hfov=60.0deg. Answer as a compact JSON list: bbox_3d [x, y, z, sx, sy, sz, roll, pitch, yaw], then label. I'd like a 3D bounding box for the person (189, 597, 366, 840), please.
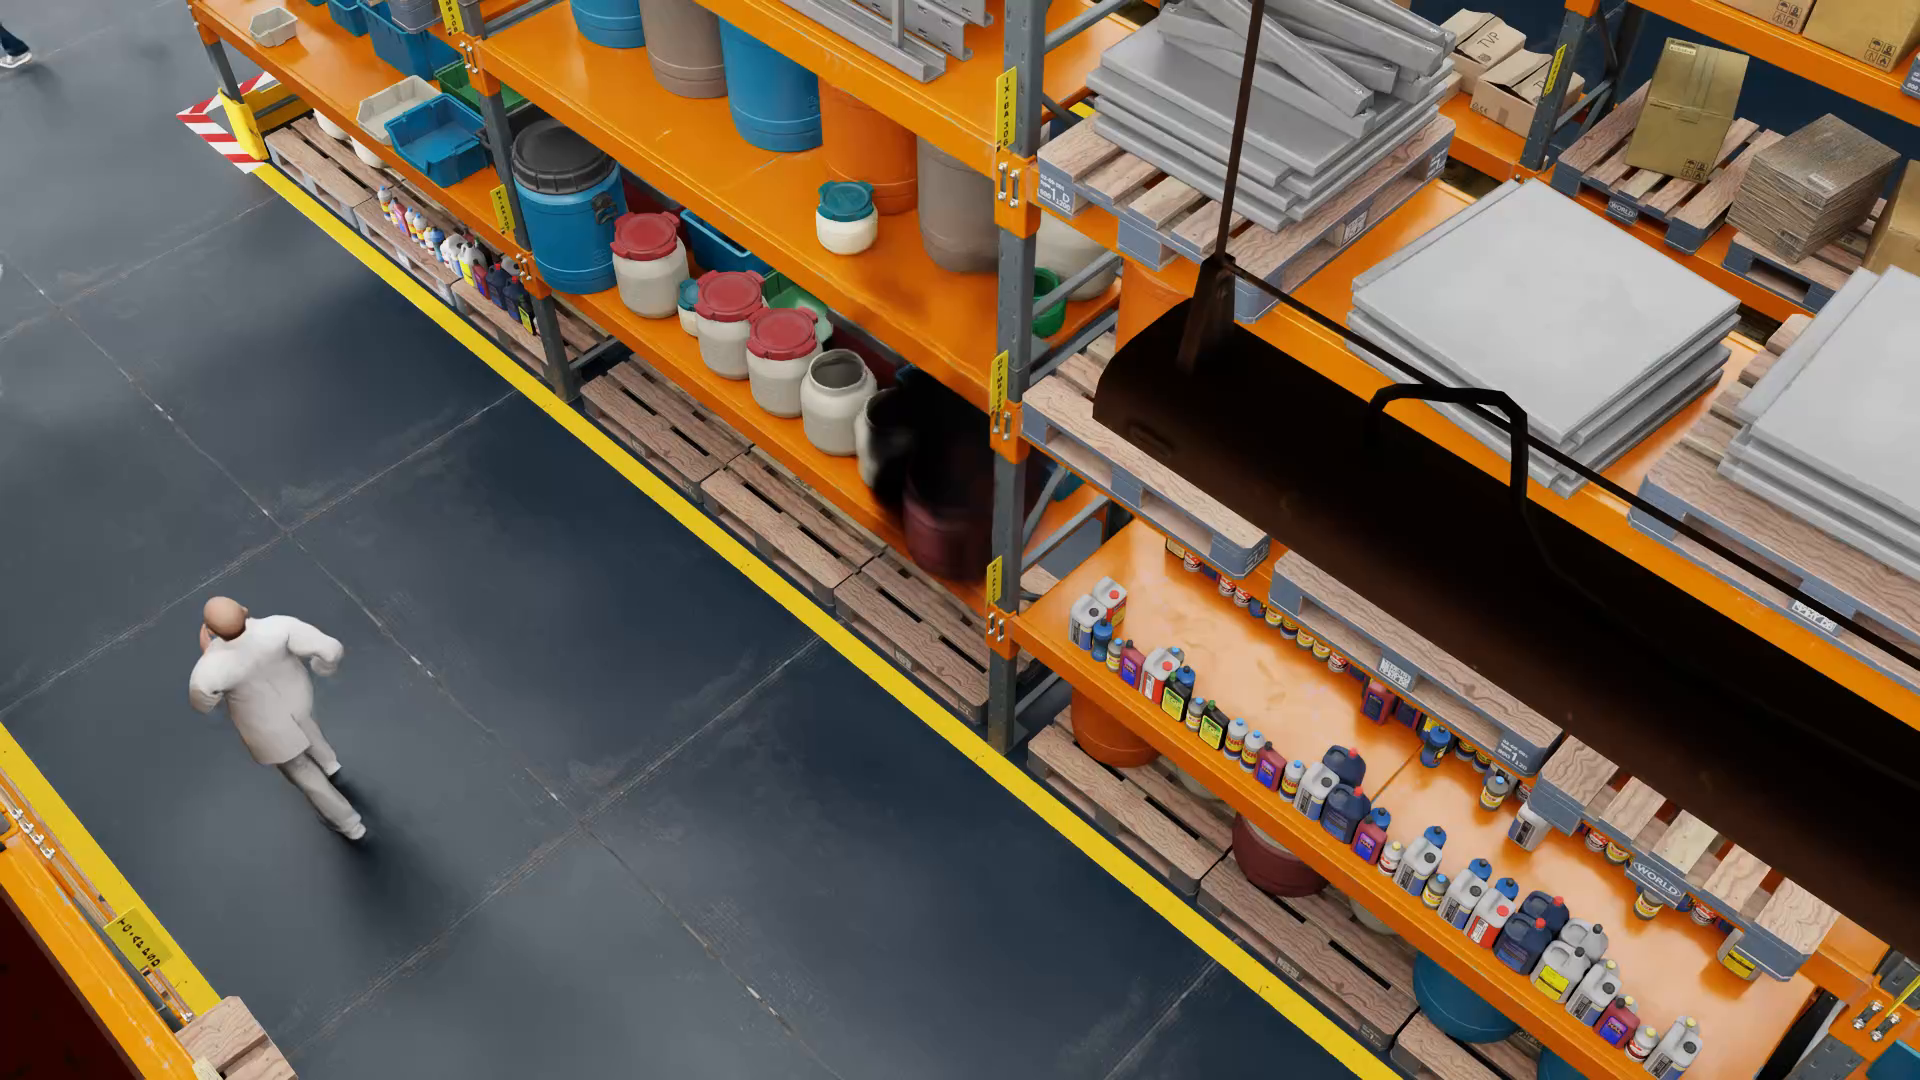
[{"bbox_3d":[-3.479,0.872,8.510,0.831,1.848,0.668,30,56,23],"label":"person"}]

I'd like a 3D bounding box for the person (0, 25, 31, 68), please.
[{"bbox_3d":[-7.907,-4.317,12.989,0.701,1.633,0.506,-8,50,-7],"label":"person"}]
